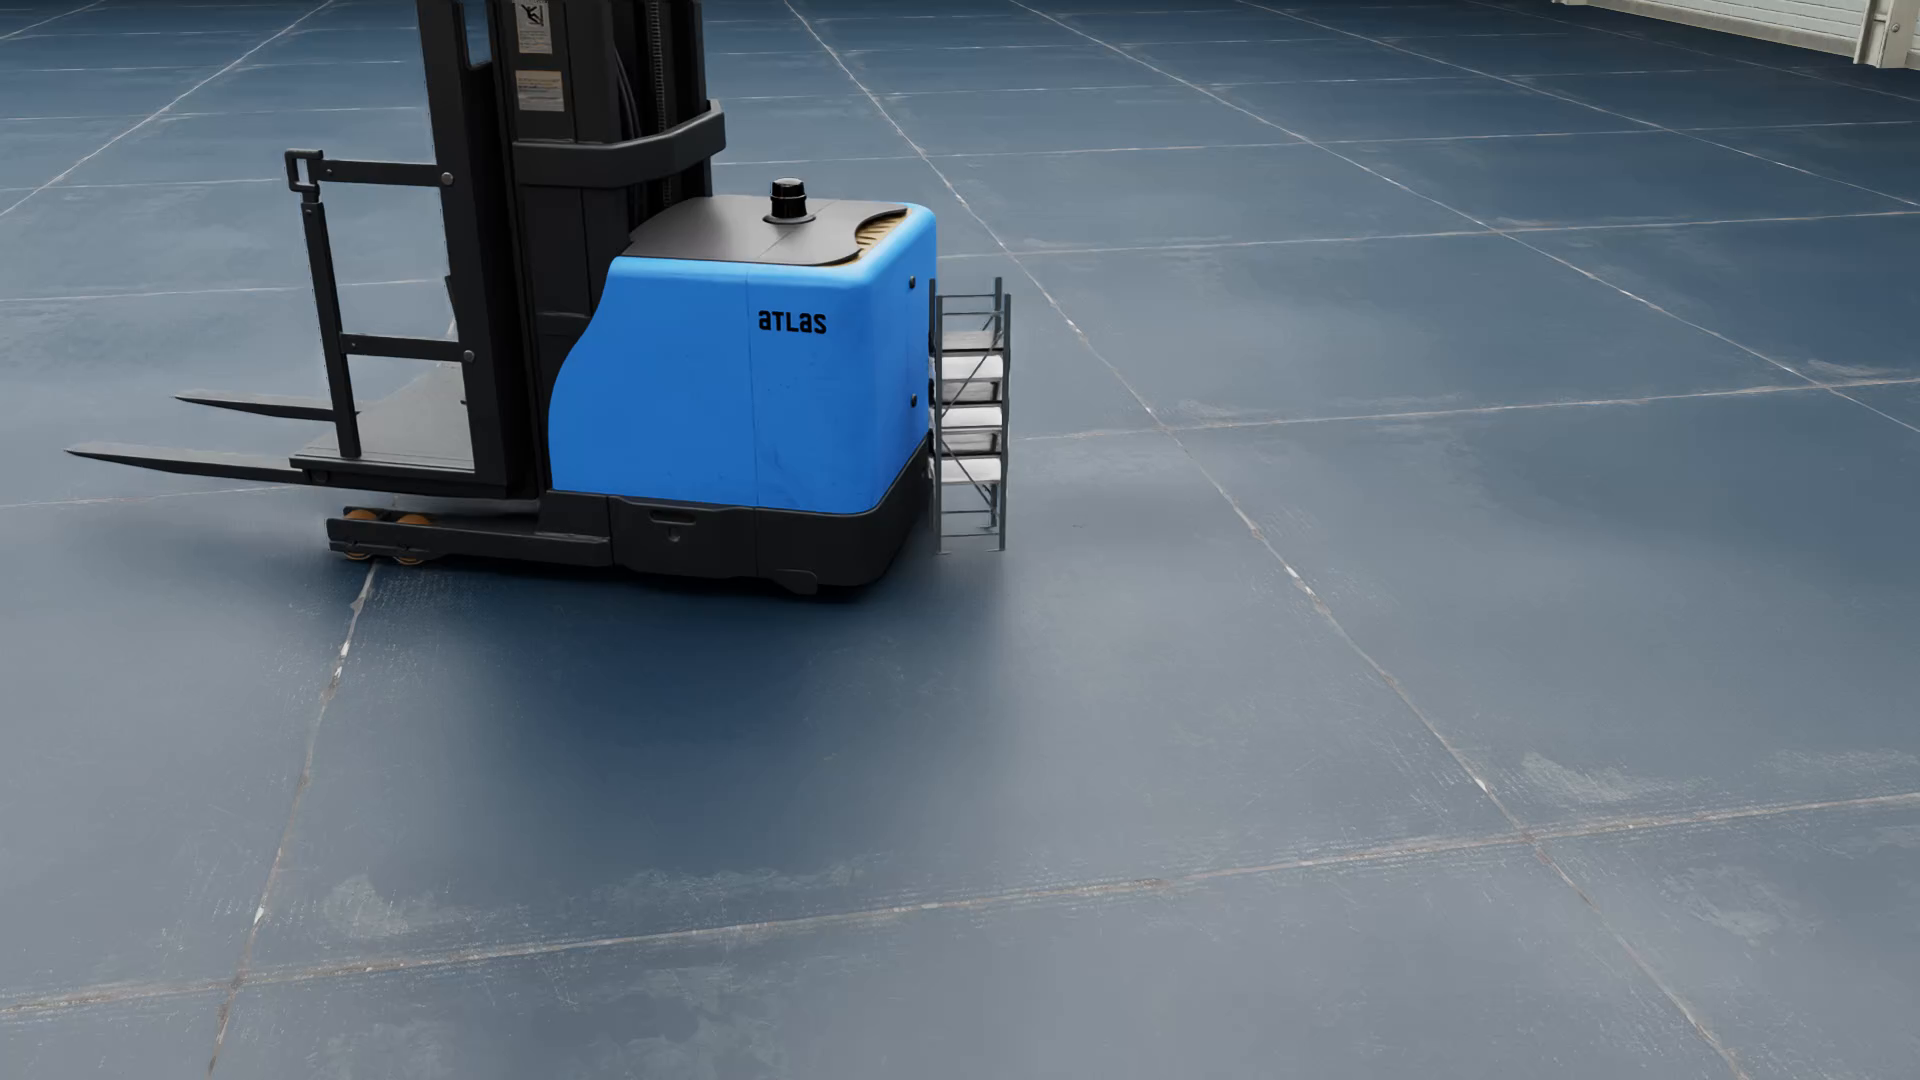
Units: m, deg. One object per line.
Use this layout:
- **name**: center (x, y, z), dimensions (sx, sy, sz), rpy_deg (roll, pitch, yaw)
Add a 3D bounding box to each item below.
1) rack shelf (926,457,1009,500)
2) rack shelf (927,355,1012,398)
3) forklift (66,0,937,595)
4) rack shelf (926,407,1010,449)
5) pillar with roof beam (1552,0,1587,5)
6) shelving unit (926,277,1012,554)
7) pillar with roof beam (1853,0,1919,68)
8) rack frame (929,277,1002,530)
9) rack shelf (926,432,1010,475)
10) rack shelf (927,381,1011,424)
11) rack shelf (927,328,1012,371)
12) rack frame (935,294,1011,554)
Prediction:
- **rack shelf**: center (0.024, -0.215, 5.646), dimensions (0.258, 0.077, 0.200), rpy_deg (-2, 24, -6)
- **rack shelf**: center (0.028, -0.544, 5.499), dimensions (0.258, 0.077, 0.200), rpy_deg (-2, 24, -6)
- **forklift**: center (-1.640, -1.458, 5.427), dimensions (3.031, 2.935, 1.130), rpy_deg (5, 24, 11)
- **rack shelf**: center (0.026, -0.380, 5.572), dimensions (0.258, 0.077, 0.200), rpy_deg (-2, 24, -6)
- **pillar with roof beam**: center (3.846, -10.908, 19.482), dimensions (9.100, 9.000, 0.400), rpy_deg (-4, 24, -10)
- **shelving unit**: center (0.027, -0.410, 5.558), dimensions (0.258, 0.900, 0.210), rpy_deg (-2, 24, -6)
- **pillar with roof beam**: center (4.955, -8.548, 14.079), dimensions (9.100, 9.000, 0.400), rpy_deg (-4, 24, -10)
- **rack frame**: center (0.014, -0.451, 5.651), dimensions (0.240, 0.900, 0.006), rpy_deg (-2, 24, -6)
- **rack shelf**: center (0.025, -0.297, 5.609), dimensions (0.258, 0.077, 0.200), rpy_deg (-2, 24, -6)
- **rack shelf**: center (0.027, -0.462, 5.535), dimensions (0.258, 0.077, 0.200), rpy_deg (-2, 24, -6)
- **rack shelf**: center (0.029, -0.626, 5.462), dimensions (0.258, 0.077, 0.200), rpy_deg (-2, 24, -6)
- **rack frame**: center (0.039, -0.369, 5.466), dimensions (0.240, 0.900, 0.006), rpy_deg (-2, 24, -6)
